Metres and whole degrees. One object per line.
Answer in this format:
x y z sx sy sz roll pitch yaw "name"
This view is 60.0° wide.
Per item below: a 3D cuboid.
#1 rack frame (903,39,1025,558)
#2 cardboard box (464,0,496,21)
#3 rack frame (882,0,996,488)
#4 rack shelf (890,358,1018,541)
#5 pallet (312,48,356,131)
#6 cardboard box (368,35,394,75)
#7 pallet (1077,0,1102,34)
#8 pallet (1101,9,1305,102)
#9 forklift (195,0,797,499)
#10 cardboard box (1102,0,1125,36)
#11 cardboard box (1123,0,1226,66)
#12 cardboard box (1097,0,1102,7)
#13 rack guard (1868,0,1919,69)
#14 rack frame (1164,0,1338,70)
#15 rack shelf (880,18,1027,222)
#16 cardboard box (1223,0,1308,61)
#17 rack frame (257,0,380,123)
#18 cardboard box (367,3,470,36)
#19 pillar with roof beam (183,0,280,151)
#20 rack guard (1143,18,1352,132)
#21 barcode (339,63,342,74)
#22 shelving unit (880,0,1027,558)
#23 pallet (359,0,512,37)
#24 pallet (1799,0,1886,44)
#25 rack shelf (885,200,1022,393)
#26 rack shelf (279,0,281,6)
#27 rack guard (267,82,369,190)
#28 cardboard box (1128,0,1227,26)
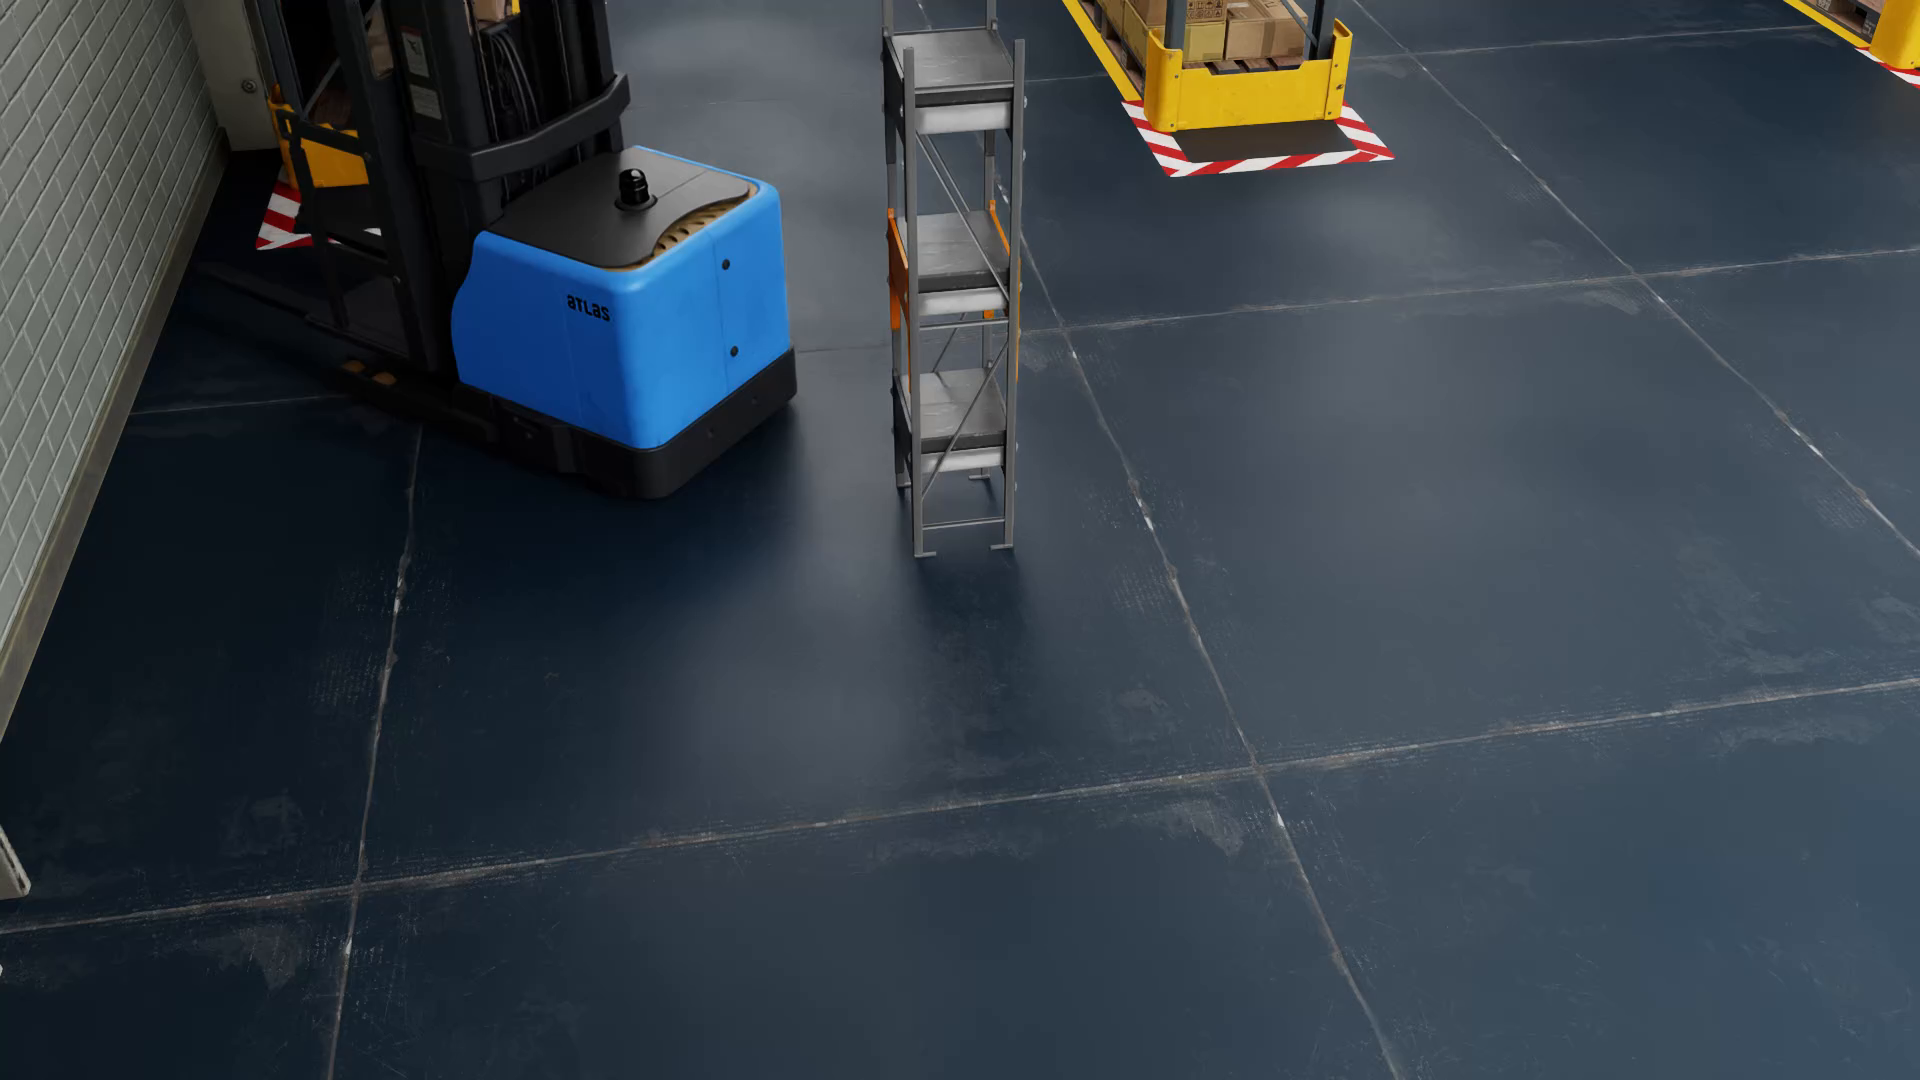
0.014 -0.782 6.045 0.400 2.100 0.015 -6 38 -8 "rack frame"
-3.386 -3.652 10.685 0.700 0.500 0.500 -9 39 -11 "cardboard box"
-0.072 -1.077 6.424 0.400 2.100 0.015 -6 38 -8 "rack frame"
-0.029 -0.366 6.672 0.431 0.518 0.480 -6 38 -8 "rack shelf"
-3.295 -2.684 10.033 1.003 0.211 1.213 -6 38 -8 "pallet"
-3.207 -2.785 9.722 0.500 0.311 0.500 -10 39 -13 "cardboard box"
1.316 -3.872 11.561 1.003 0.211 1.213 -6 38 -8 "pallet"
1.527 -3.136 10.615 1.003 0.211 1.213 -6 38 -8 "pallet"
-2.261 -2.003 6.939 3.031 2.935 1.130 20 42 24 "forklift"
1.218 -3.453 10.648 0.500 0.250 0.500 -6 38 -8 "cardboard box"
1.317 -3.152 10.261 0.500 0.250 0.500 -6 38 -8 "cardboard box"
1.128 -3.755 11.037 0.500 0.250 0.500 -6 38 -8 "cardboard box"
6.520 -3.364 10.673 1.175 0.500 0.348 -6 38 -8 "rack guard"
1.702 -3.780 9.171 1.000 3.000 0.127 -6 38 -8 "rack frame"
-0.029 -1.471 5.813 0.431 0.518 0.480 -6 38 -8 "rack shelf"
1.827 -3.208 10.333 0.500 0.250 0.500 -6 38 -8 "cardboard box"
-3.174 -3.245 8.482 1.000 3.000 0.127 -6 38 -8 "rack frame"
-3.307 -3.129 10.165 0.500 0.311 0.500 -3 38 -4 "cardboard box"
0.090 -6.407 7.662 9.100 9.000 0.400 -6 38 -8 "pillar with roof beam"
1.706 -2.778 9.919 1.175 0.500 0.348 -6 38 -8 "rack guard"
-3.604 -2.756 9.678 0.001 0.075 0.075 -6 38 -8 "barcode"
-0.029 -0.929 6.235 0.431 2.100 0.503 -6 38 -8 "shelving unit"
-3.506 -3.420 10.980 1.003 0.211 1.213 -6 38 -8 "pallet"
6.383 -3.741 11.394 1.003 0.211 1.213 -6 38 -8 "pallet"
-0.029 -0.918 6.243 0.431 0.518 0.480 -6 38 -8 "rack shelf"
-3.525 -4.169 10.258 1.077 0.370 4.000 -6 38 -8 "rack shelf"
-3.187 -2.304 9.308 1.175 0.500 0.348 -6 38 -8 "rack guard"
1.315 -3.448 10.031 0.500 0.500 0.500 -6 38 -8 "cardboard box"
